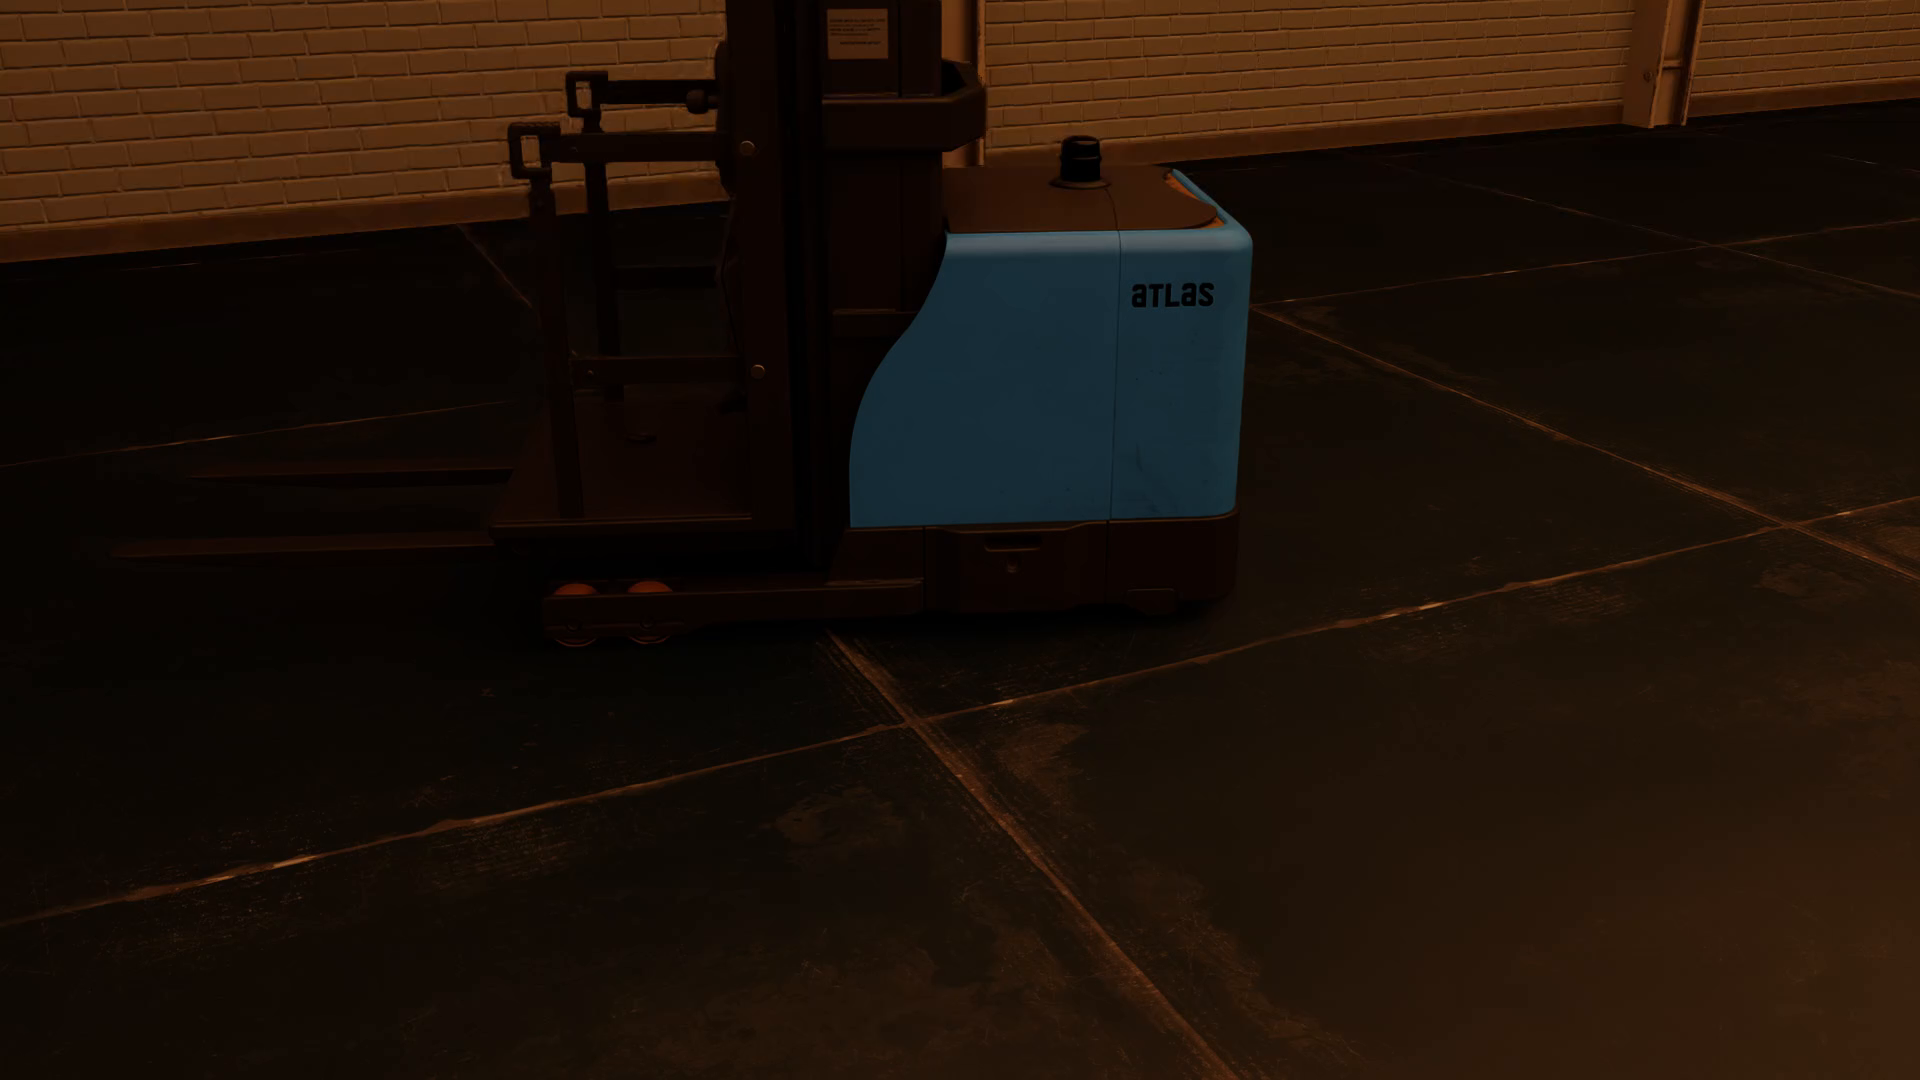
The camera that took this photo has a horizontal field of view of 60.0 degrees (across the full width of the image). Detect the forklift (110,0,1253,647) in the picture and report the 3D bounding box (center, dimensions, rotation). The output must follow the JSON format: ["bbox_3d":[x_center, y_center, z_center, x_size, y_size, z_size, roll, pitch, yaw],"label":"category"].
[{"bbox_3d":[-0.782,-1.279,4.366,3.031,2.935,1.130,-2,23,-4],"label":"forklift"}]
